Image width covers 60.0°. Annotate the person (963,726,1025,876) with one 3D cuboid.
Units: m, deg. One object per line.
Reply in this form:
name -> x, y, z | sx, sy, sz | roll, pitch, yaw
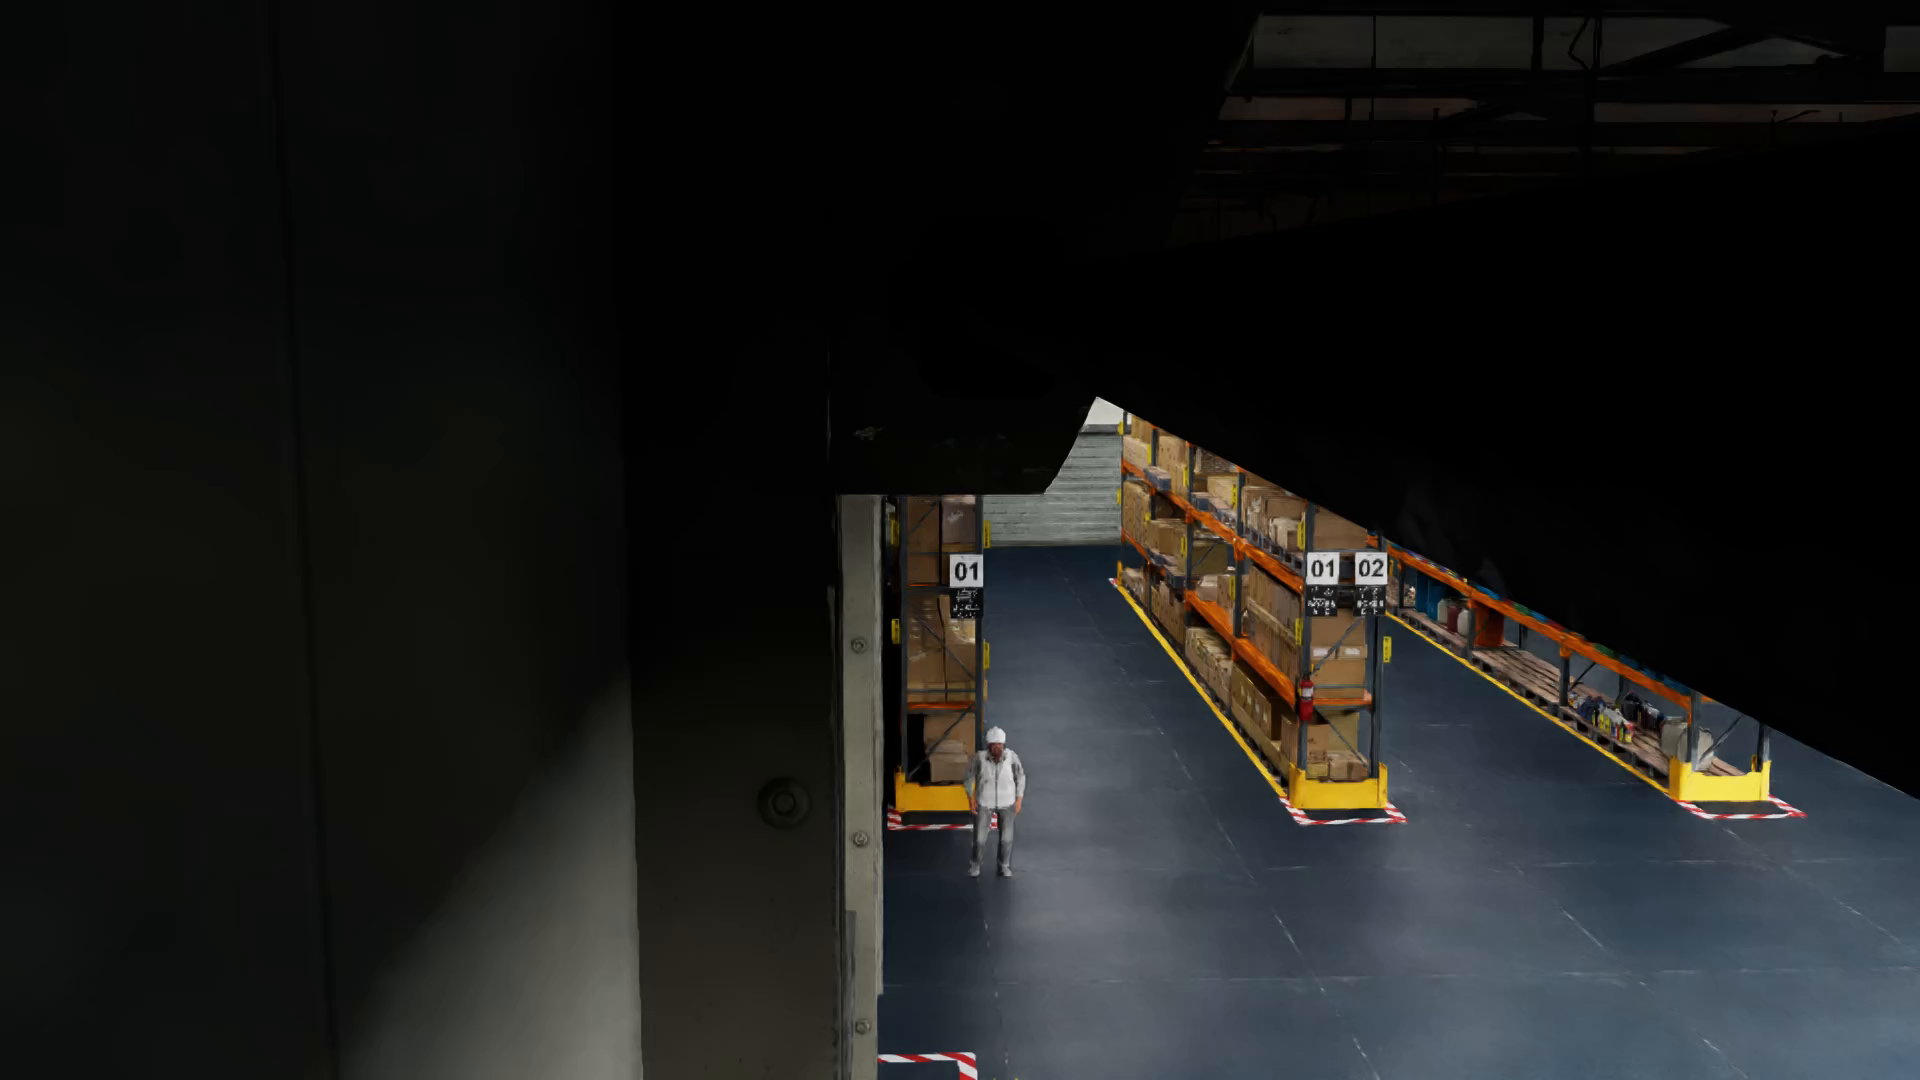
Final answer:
person -> 0.373, 2.839, 18.058 | 0.677, 1.726, 0.574 | -1, 8, -4
